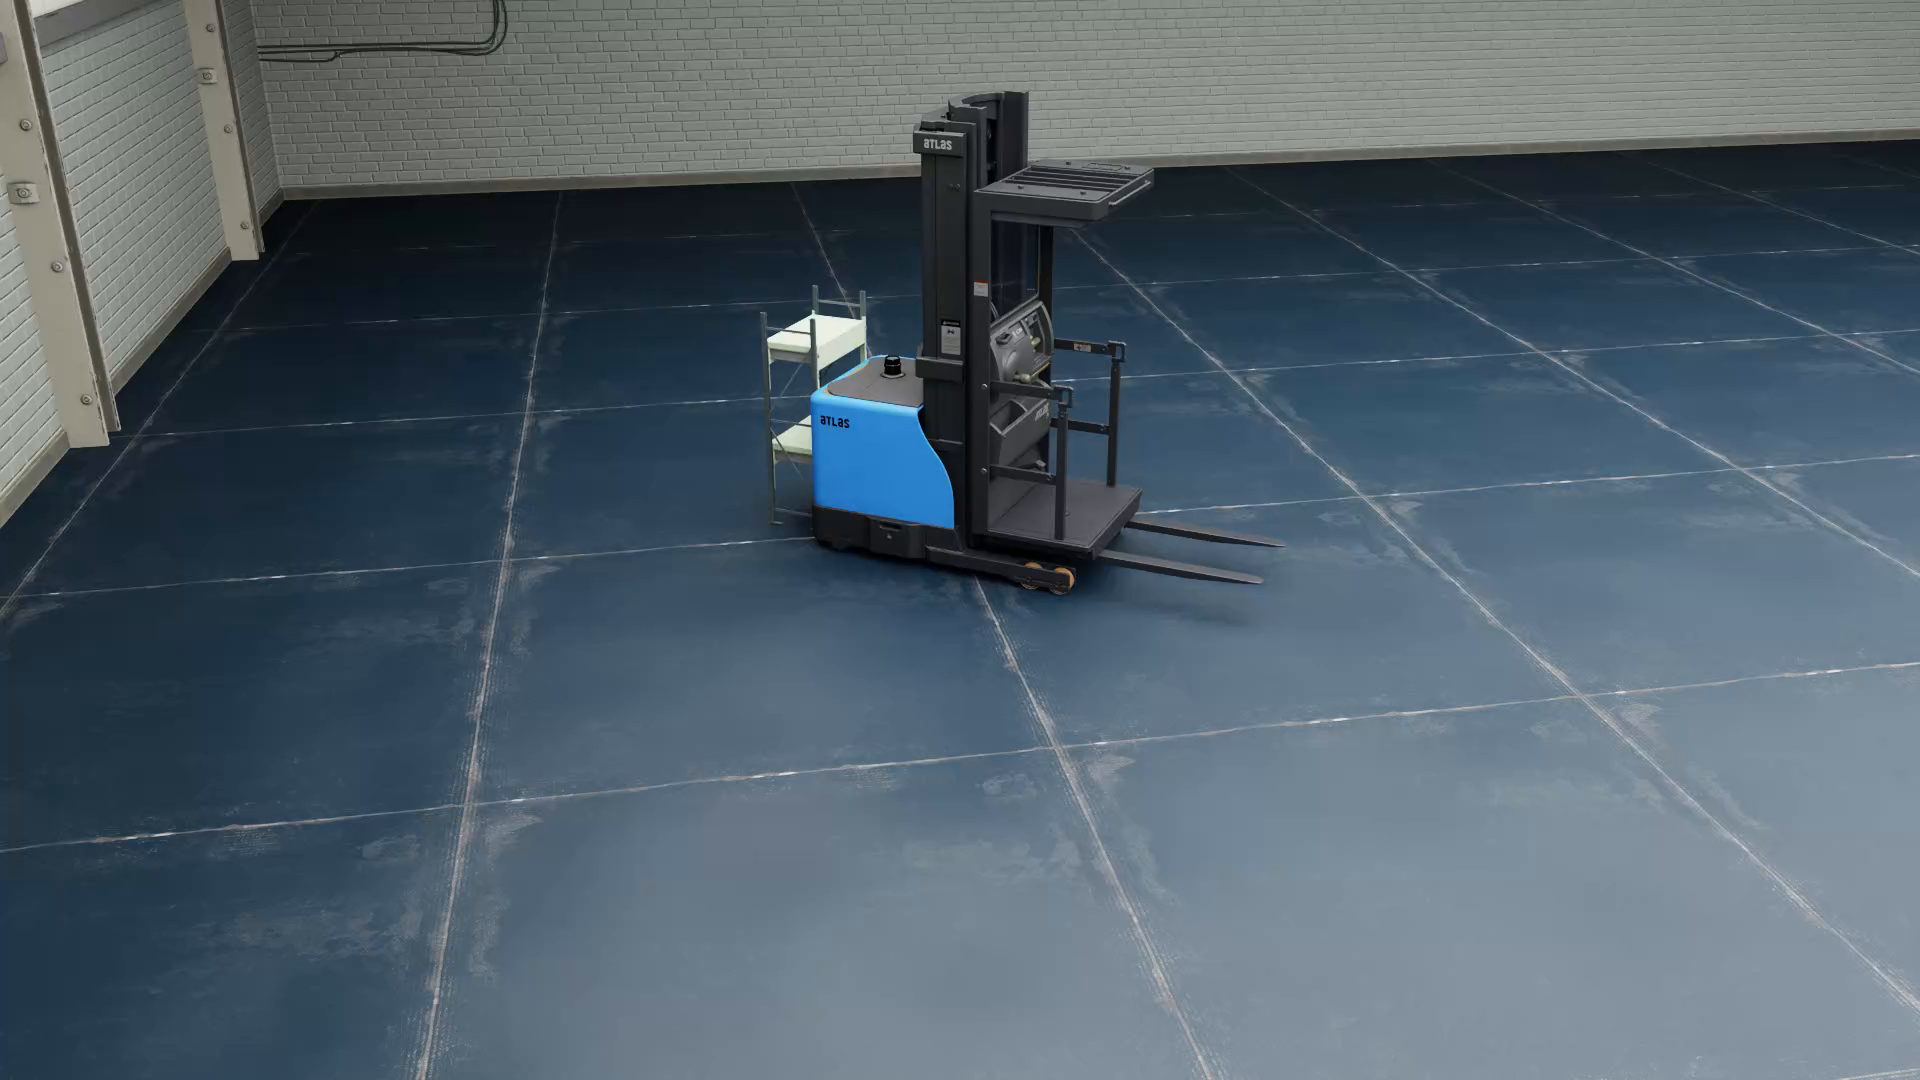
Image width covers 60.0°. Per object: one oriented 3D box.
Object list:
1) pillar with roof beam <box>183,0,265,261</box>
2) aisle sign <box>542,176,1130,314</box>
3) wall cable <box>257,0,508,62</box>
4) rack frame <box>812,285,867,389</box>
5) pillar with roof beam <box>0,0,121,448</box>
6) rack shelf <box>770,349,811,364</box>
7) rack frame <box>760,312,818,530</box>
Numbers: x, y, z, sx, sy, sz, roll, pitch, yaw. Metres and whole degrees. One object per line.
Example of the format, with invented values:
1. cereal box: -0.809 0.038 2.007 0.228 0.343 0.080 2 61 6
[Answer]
1. pillar with roof beam: 5.855 -2.236 5.064 22.890 9.050 30.400 -4 24 -10
2. aisle sign: -1.720 -3.628 19.556 6.000 0.001 6.000 -4 24 -10
3. wall cable: -7.171 -7.118 20.184 3.097 2.526 0.112 -4 24 -10
4. rack frame: -0.837 -1.048 11.775 0.400 1.500 0.023 10 25 21
5. pillar with roof beam: -2.585 -5.243 12.011 9.100 9.000 0.400 -4 24 -10
6. rack shelf: -0.981 -1.336 11.282 0.332 0.071 0.664 10 25 21
7. rack frame: -1.125 -0.778 11.158 0.400 1.500 0.023 10 25 21
